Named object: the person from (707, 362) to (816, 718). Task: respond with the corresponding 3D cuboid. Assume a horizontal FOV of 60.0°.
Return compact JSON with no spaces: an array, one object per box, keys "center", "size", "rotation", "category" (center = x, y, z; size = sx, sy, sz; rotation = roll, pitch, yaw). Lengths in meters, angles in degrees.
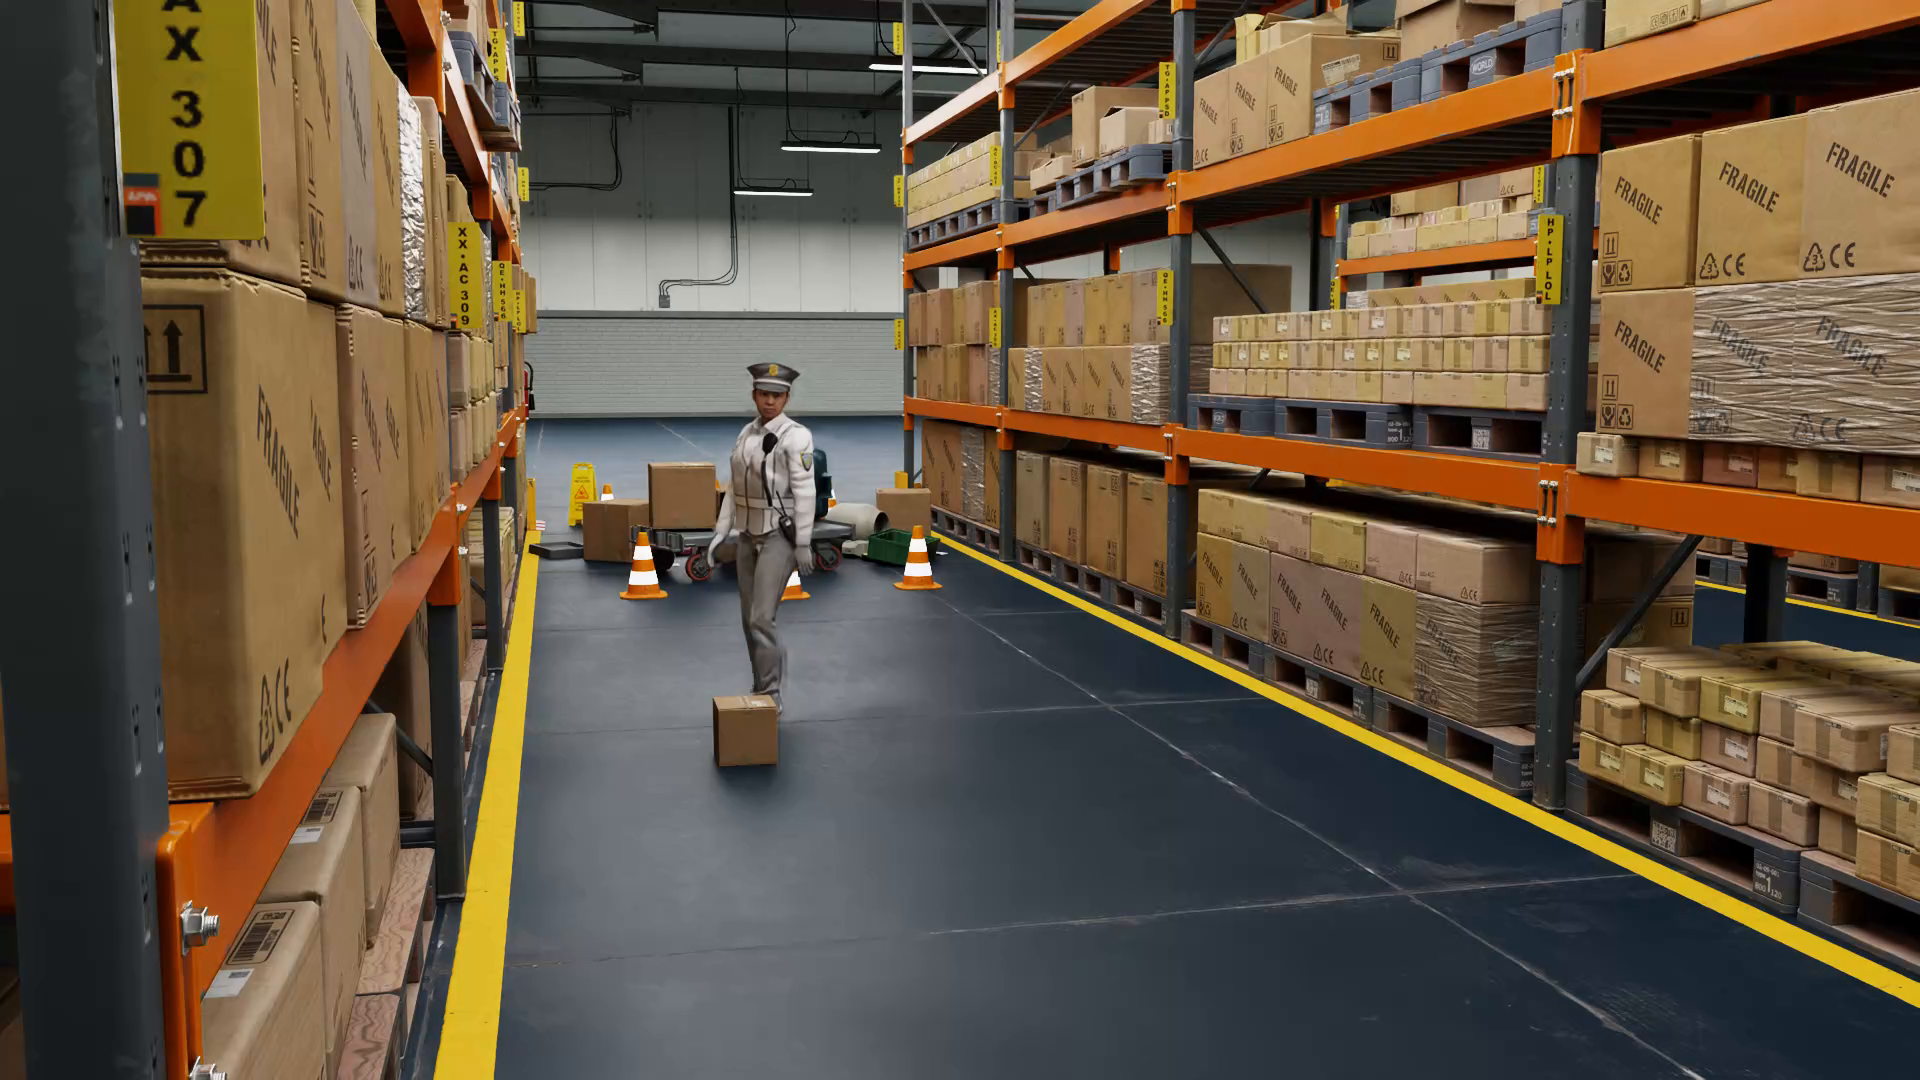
[{"center":[-0.922,0.050,7.753],"size":[0.415,1.748,0.501],"rotation":[-6,8,-42],"category":"person"}]
